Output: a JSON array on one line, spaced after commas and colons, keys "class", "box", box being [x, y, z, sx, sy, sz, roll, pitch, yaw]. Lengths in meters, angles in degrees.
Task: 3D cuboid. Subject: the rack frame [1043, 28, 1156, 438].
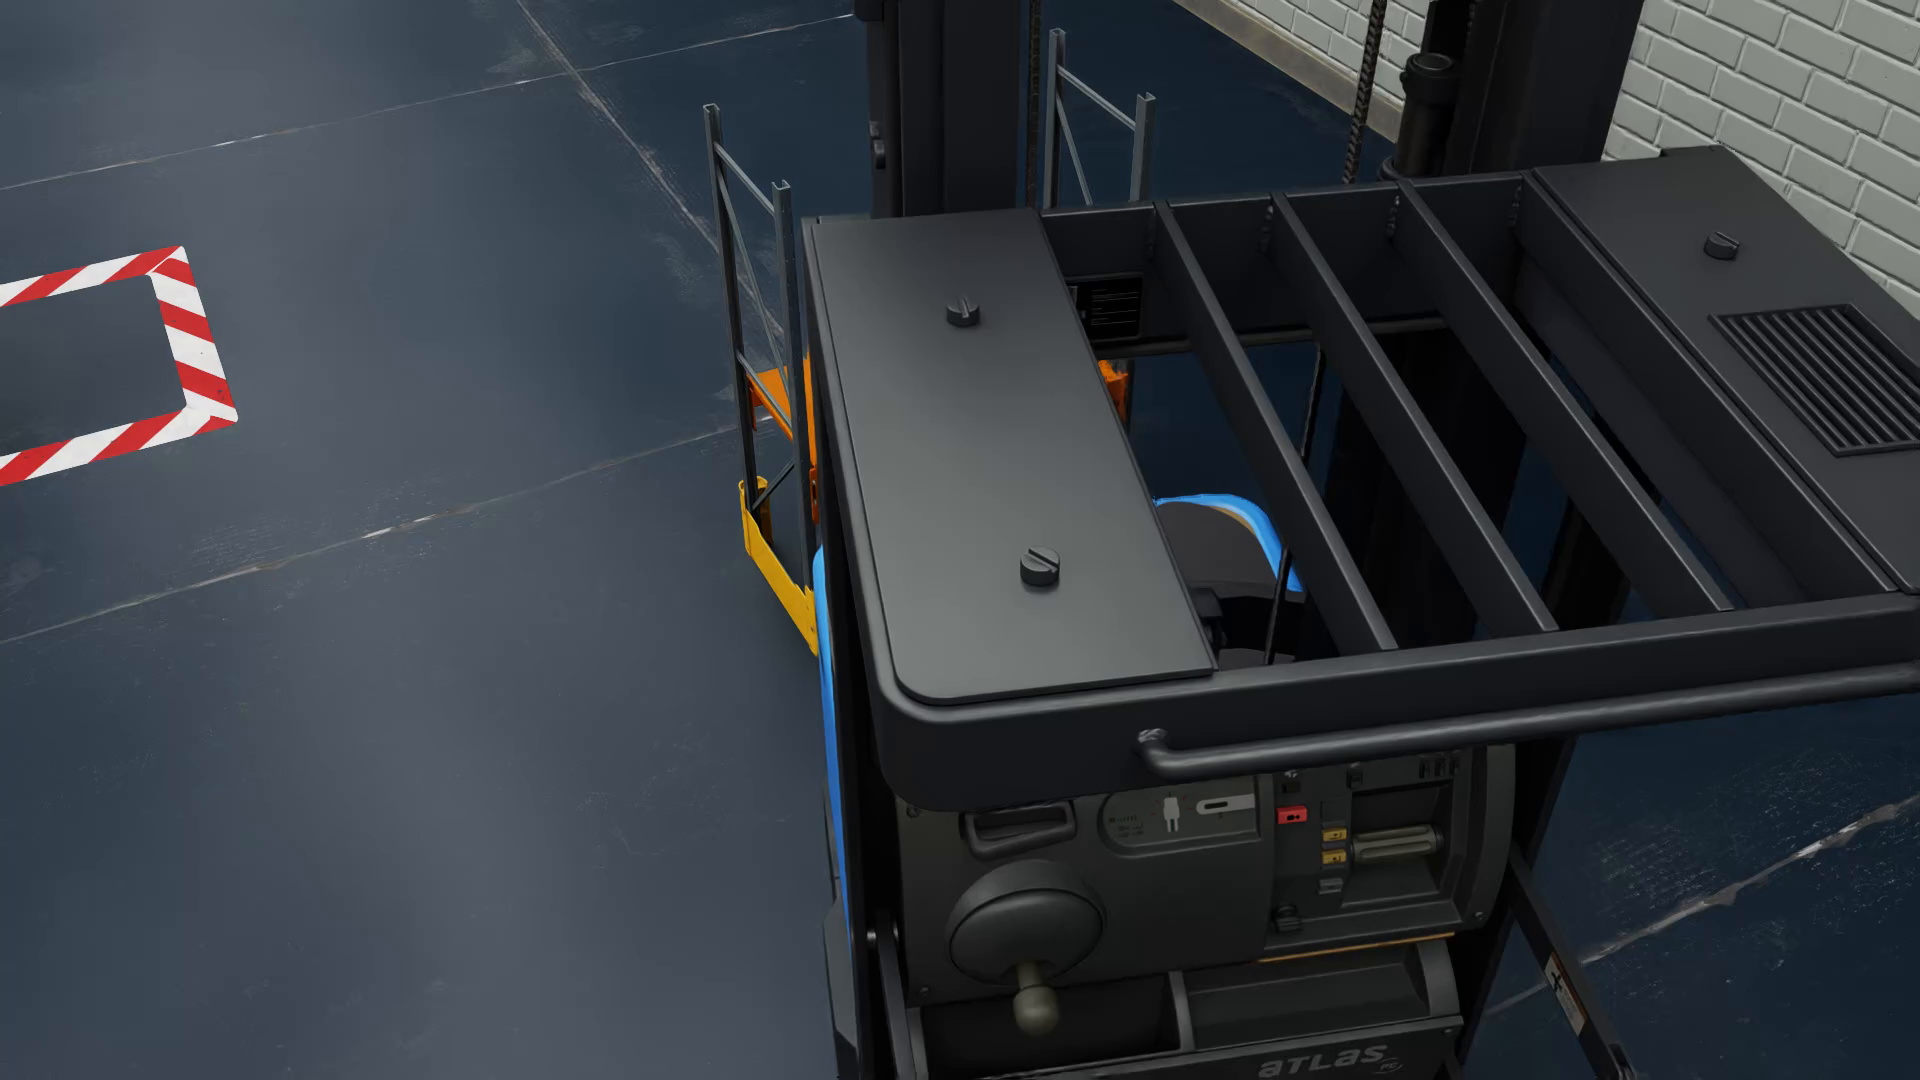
[{"class": "rack frame", "box": [0.375, -0.699, 4.915, 0.032, 1.500, 0.500, -19, 44, -21]}]

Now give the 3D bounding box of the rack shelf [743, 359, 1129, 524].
[{"class": "rack shelf", "box": [-0.076, -0.410, 4.852, 1.000, 0.185, 0.538, -19, 44, -21]}]

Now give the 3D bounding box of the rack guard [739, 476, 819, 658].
[{"class": "rack guard", "box": [-0.509, 0.076, 4.967, 0.087, 0.250, 0.587, -19, 44, -21]}]

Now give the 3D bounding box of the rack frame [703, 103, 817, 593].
[{"class": "rack frame", "box": [-0.527, -0.395, 4.556, 0.032, 1.500, 0.500, -19, 44, -21]}]

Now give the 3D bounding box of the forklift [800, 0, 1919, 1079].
[{"class": "forklift", "box": [0.409, 0.571, 2.307, 1.130, 2.935, 3.031, -6, 41, -7]}]

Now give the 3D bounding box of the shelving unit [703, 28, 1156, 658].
[{"class": "shelving unit", "box": [-0.068, -0.550, 4.739, 1.083, 1.500, 0.587, -19, 44, -21]}]
